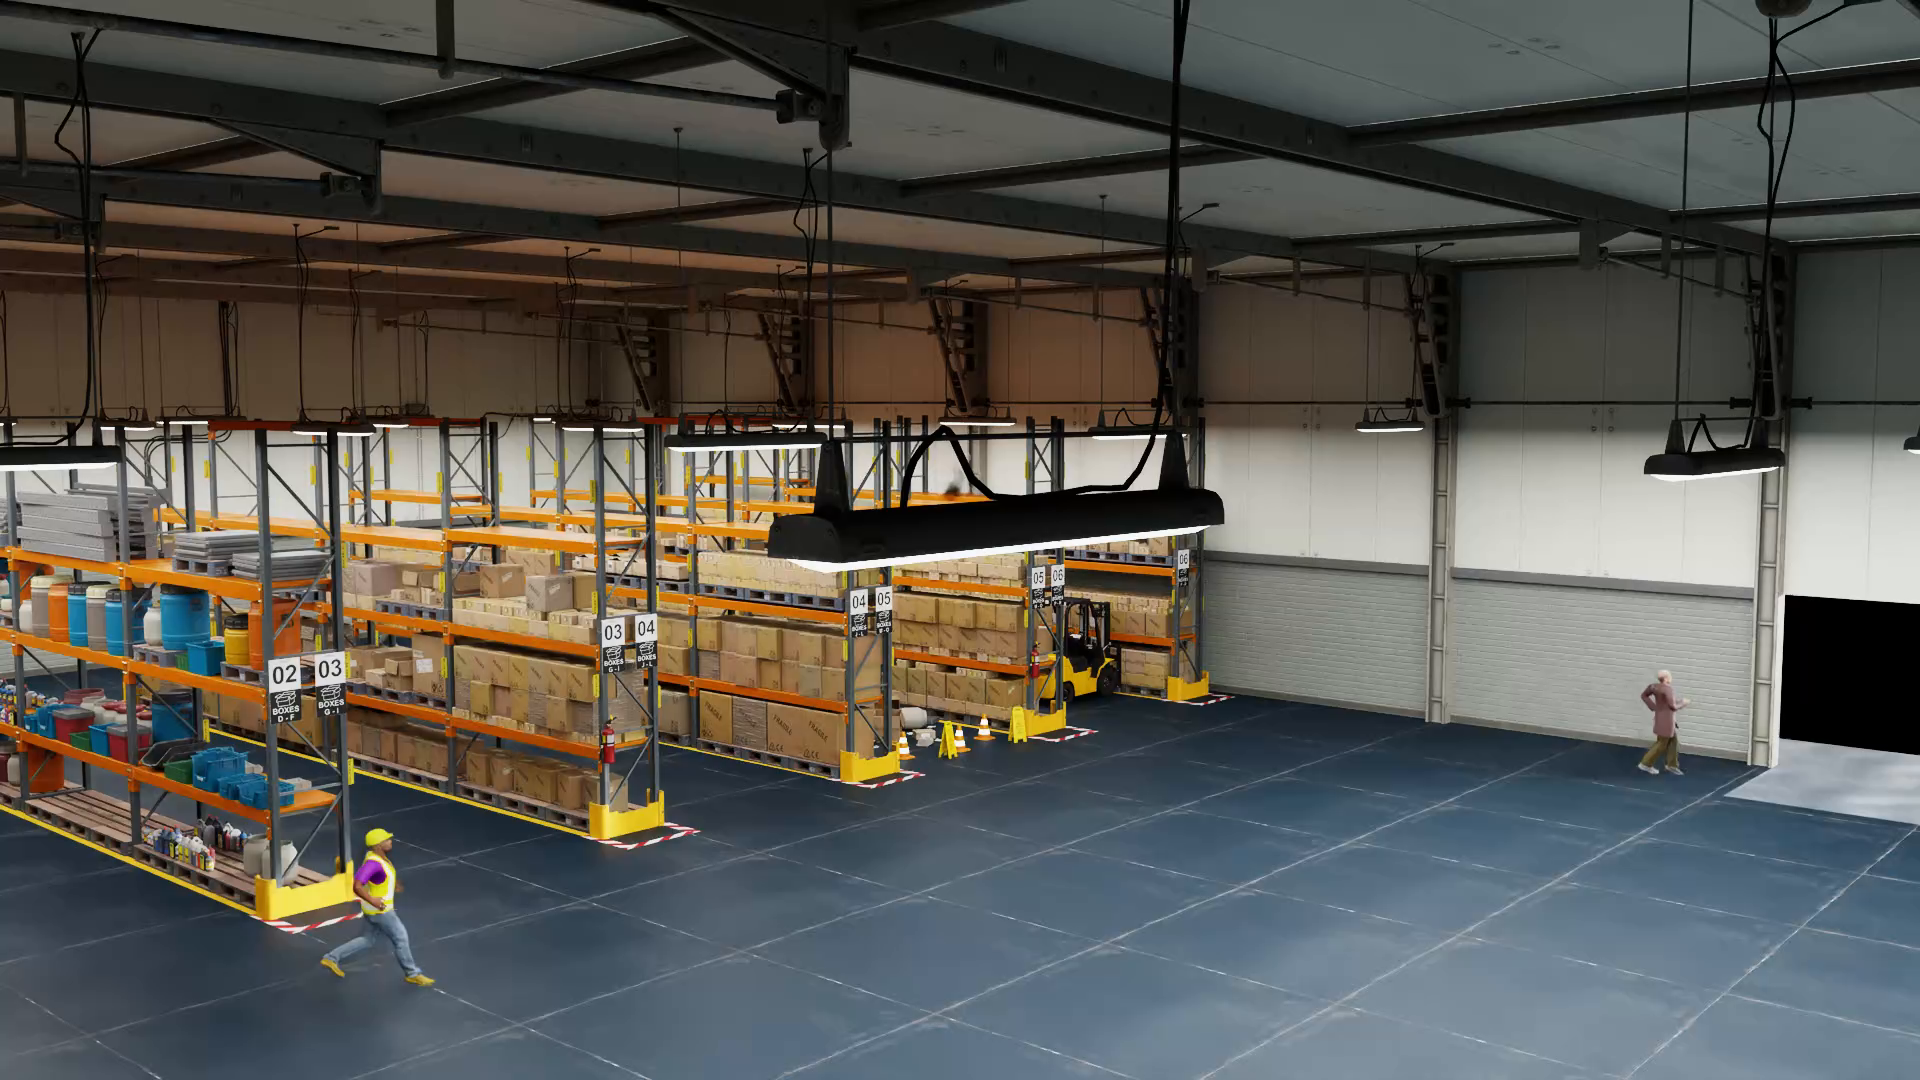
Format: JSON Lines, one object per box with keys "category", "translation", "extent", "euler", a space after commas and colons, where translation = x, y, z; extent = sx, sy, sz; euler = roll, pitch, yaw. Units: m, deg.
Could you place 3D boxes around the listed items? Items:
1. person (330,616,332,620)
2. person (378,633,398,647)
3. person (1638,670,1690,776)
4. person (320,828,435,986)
{"category": "person", "translation": [-13.624, 2.460, 36.239], "extent": [0.844, 1.730, 0.542], "euler": [5, 7, 44]}
{"category": "person", "translation": [-13.735, 2.195, 40.006], "extent": [0.599, 1.714, 0.690], "euler": [0, 5, -6]}
{"category": "person", "translation": [11.865, 3.100, 28.055], "extent": [0.831, 1.831, 0.685], "euler": [0, 5, 4]}
{"category": "person", "translation": [-6.291, 3.976, 17.899], "extent": [1.150, 1.764, 0.665], "euler": [-3, 5, -28]}
